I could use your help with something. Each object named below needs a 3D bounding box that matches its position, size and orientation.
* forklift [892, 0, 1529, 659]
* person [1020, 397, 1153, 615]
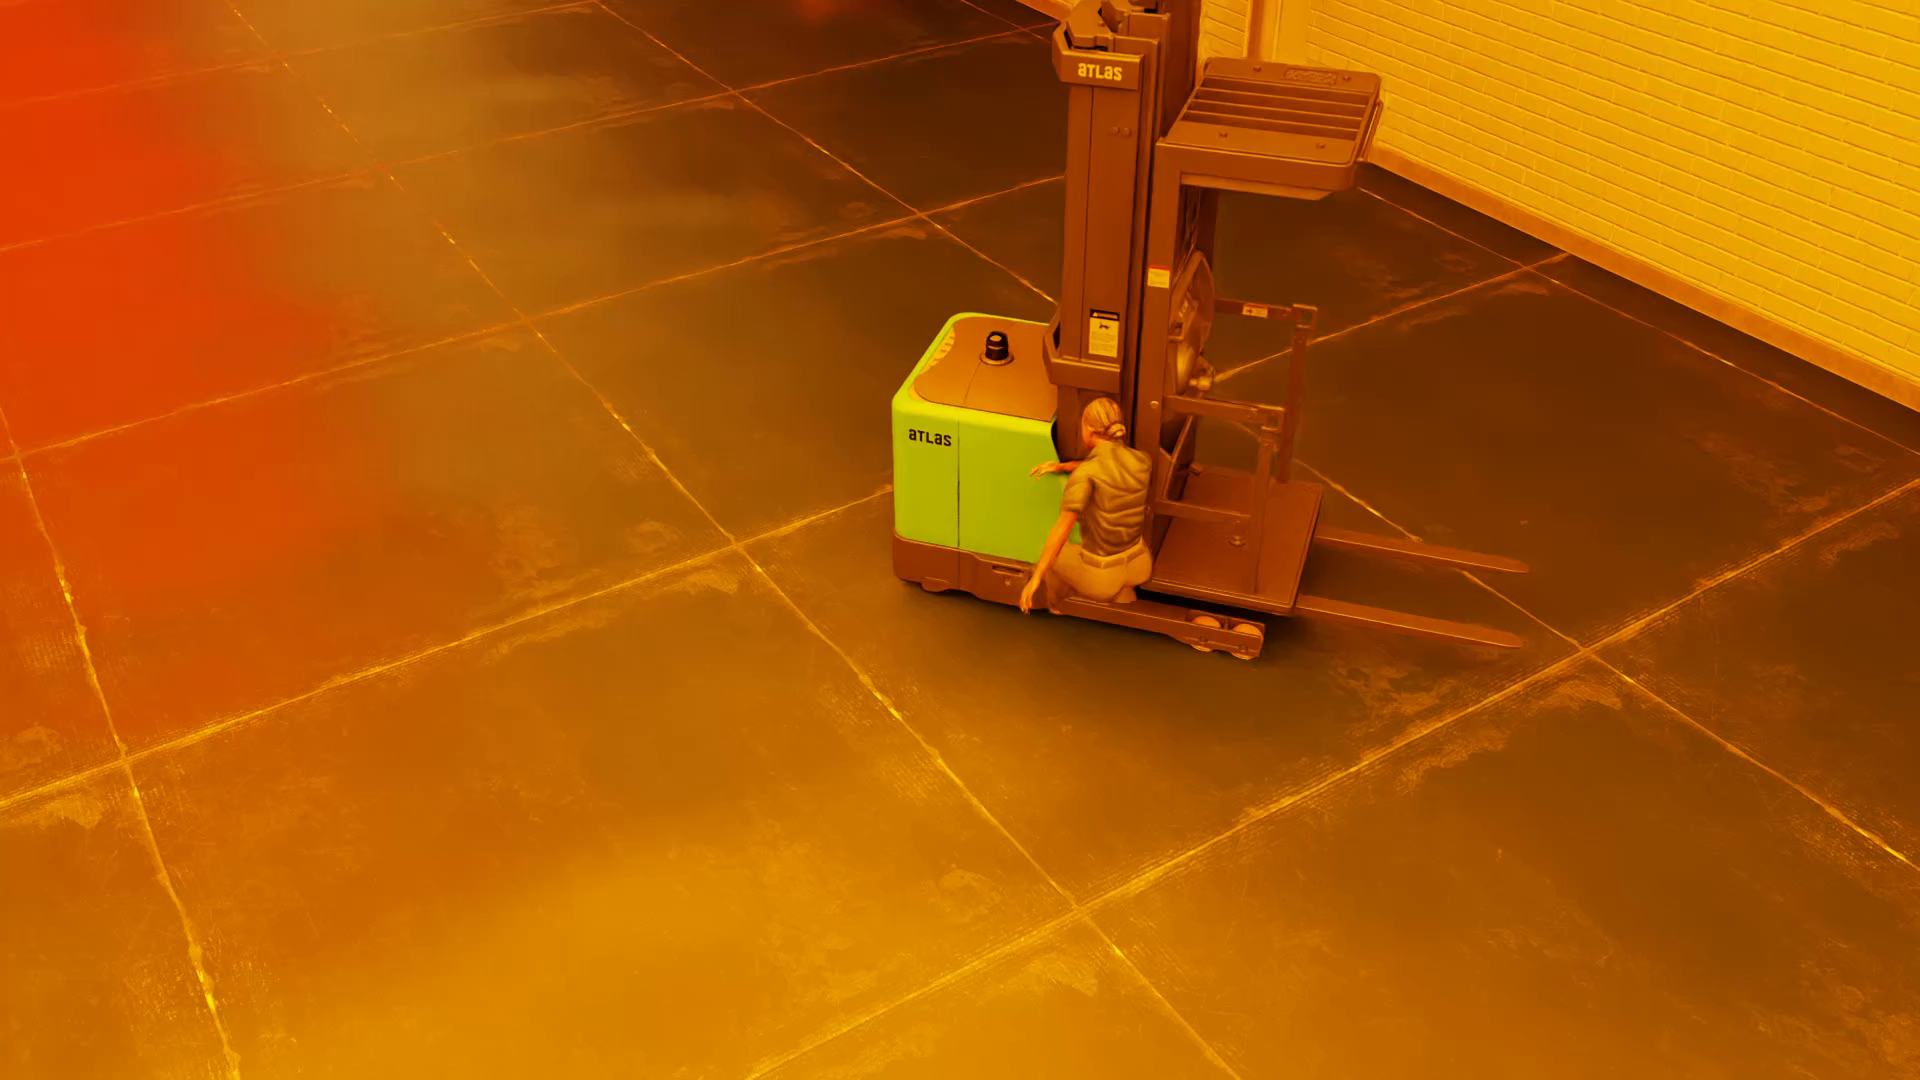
[{"bbox_3d":[1.239,-0.977,7.539,3.031,2.935,1.130,11,36,15],"label":"forklift"},{"bbox_3d":[0.487,-0.039,7.585,1.008,1.346,0.899,-19,39,-24],"label":"person"}]
